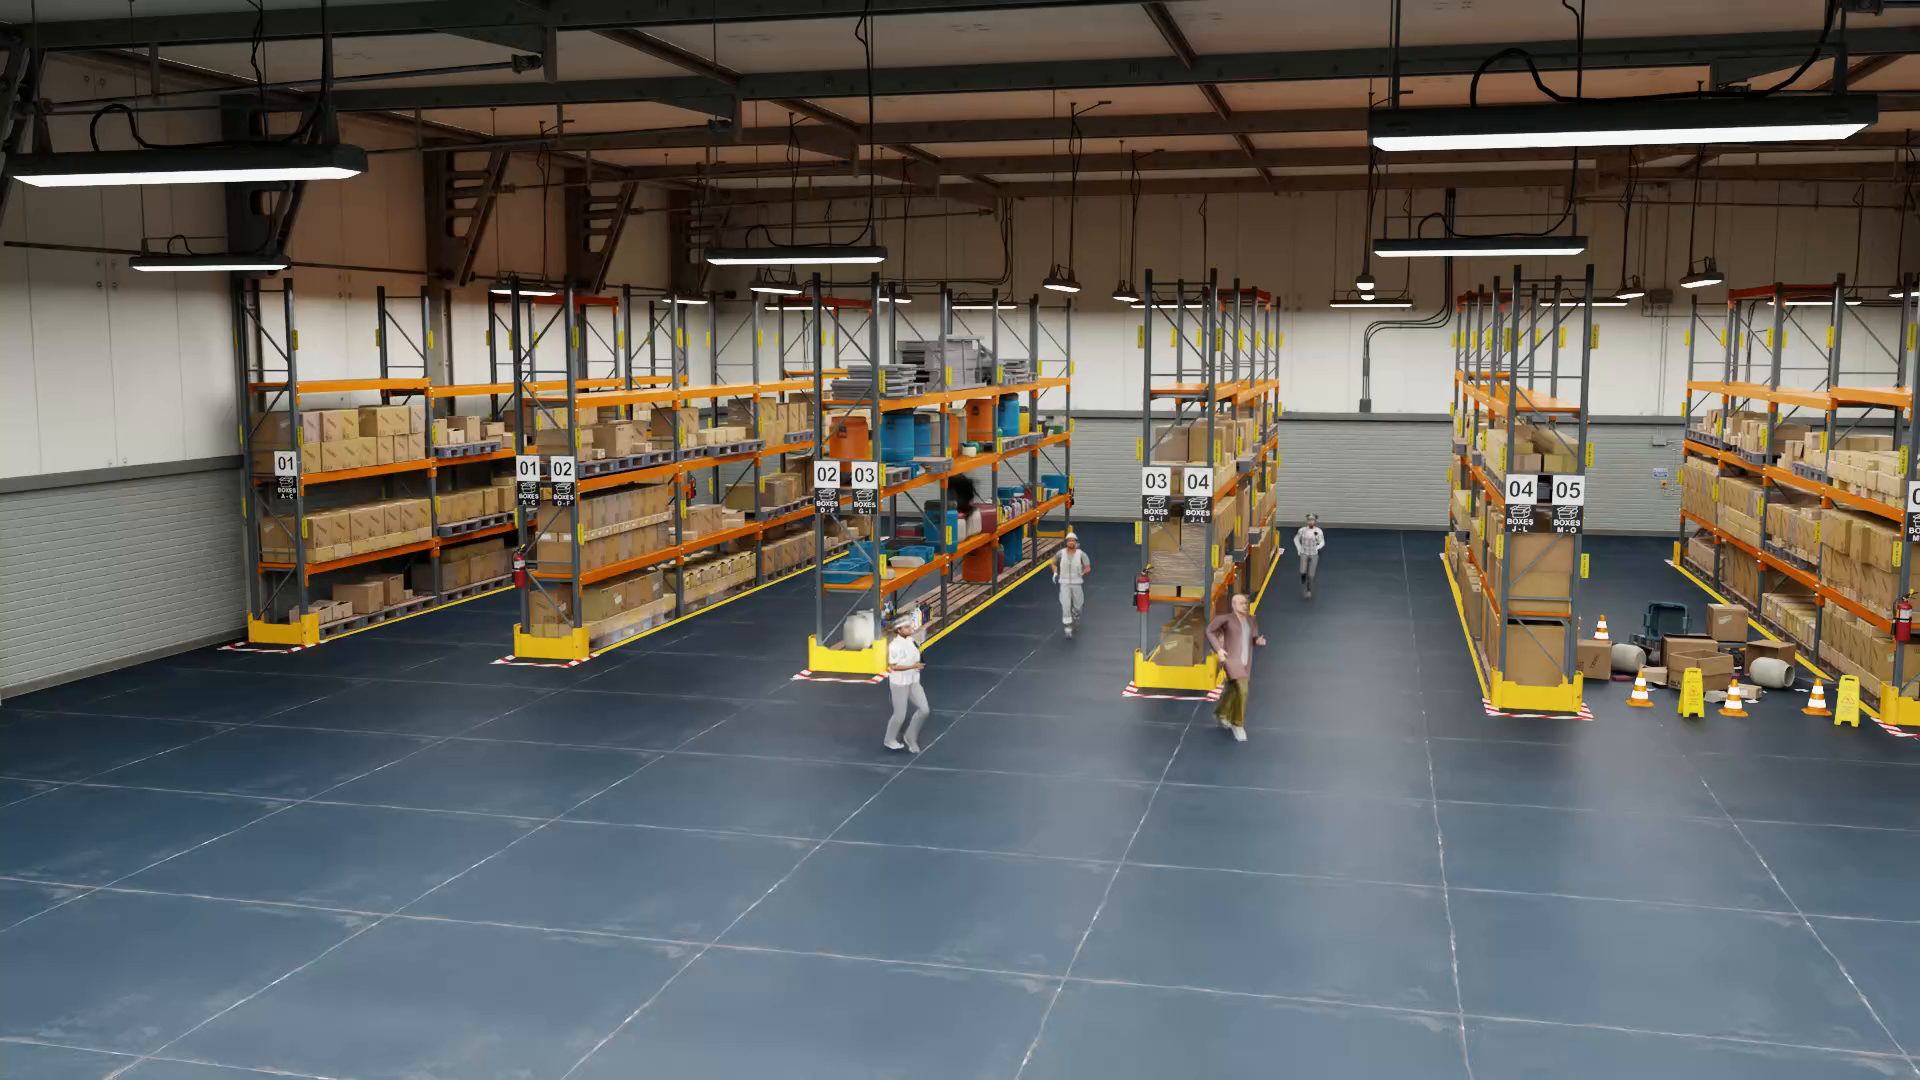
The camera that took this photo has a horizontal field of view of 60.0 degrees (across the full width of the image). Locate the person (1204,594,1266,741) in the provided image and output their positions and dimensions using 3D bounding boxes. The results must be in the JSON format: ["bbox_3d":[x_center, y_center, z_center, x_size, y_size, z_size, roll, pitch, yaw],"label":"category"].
[{"bbox_3d":[3.512,1.629,21.121,0.683,1.802,0.845,-5,8,-36],"label":"person"}]

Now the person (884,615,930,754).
[{"bbox_3d":[-0.634,1.764,20.157,0.665,1.731,0.555,5,9,38],"label":"person"}]

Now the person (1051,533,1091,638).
[{"bbox_3d":[1.877,0.758,28.182,0.669,1.759,0.868,1,7,5],"label":"person"}]

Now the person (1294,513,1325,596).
[{"bbox_3d":[6.792,0.294,32.369,0.589,1.653,0.569,2,7,13],"label":"person"}]

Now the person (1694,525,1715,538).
[{"bbox_3d":[17.177,-0.412,38.260,0.641,1.636,0.953,-6,9,-41],"label":"person"}]
